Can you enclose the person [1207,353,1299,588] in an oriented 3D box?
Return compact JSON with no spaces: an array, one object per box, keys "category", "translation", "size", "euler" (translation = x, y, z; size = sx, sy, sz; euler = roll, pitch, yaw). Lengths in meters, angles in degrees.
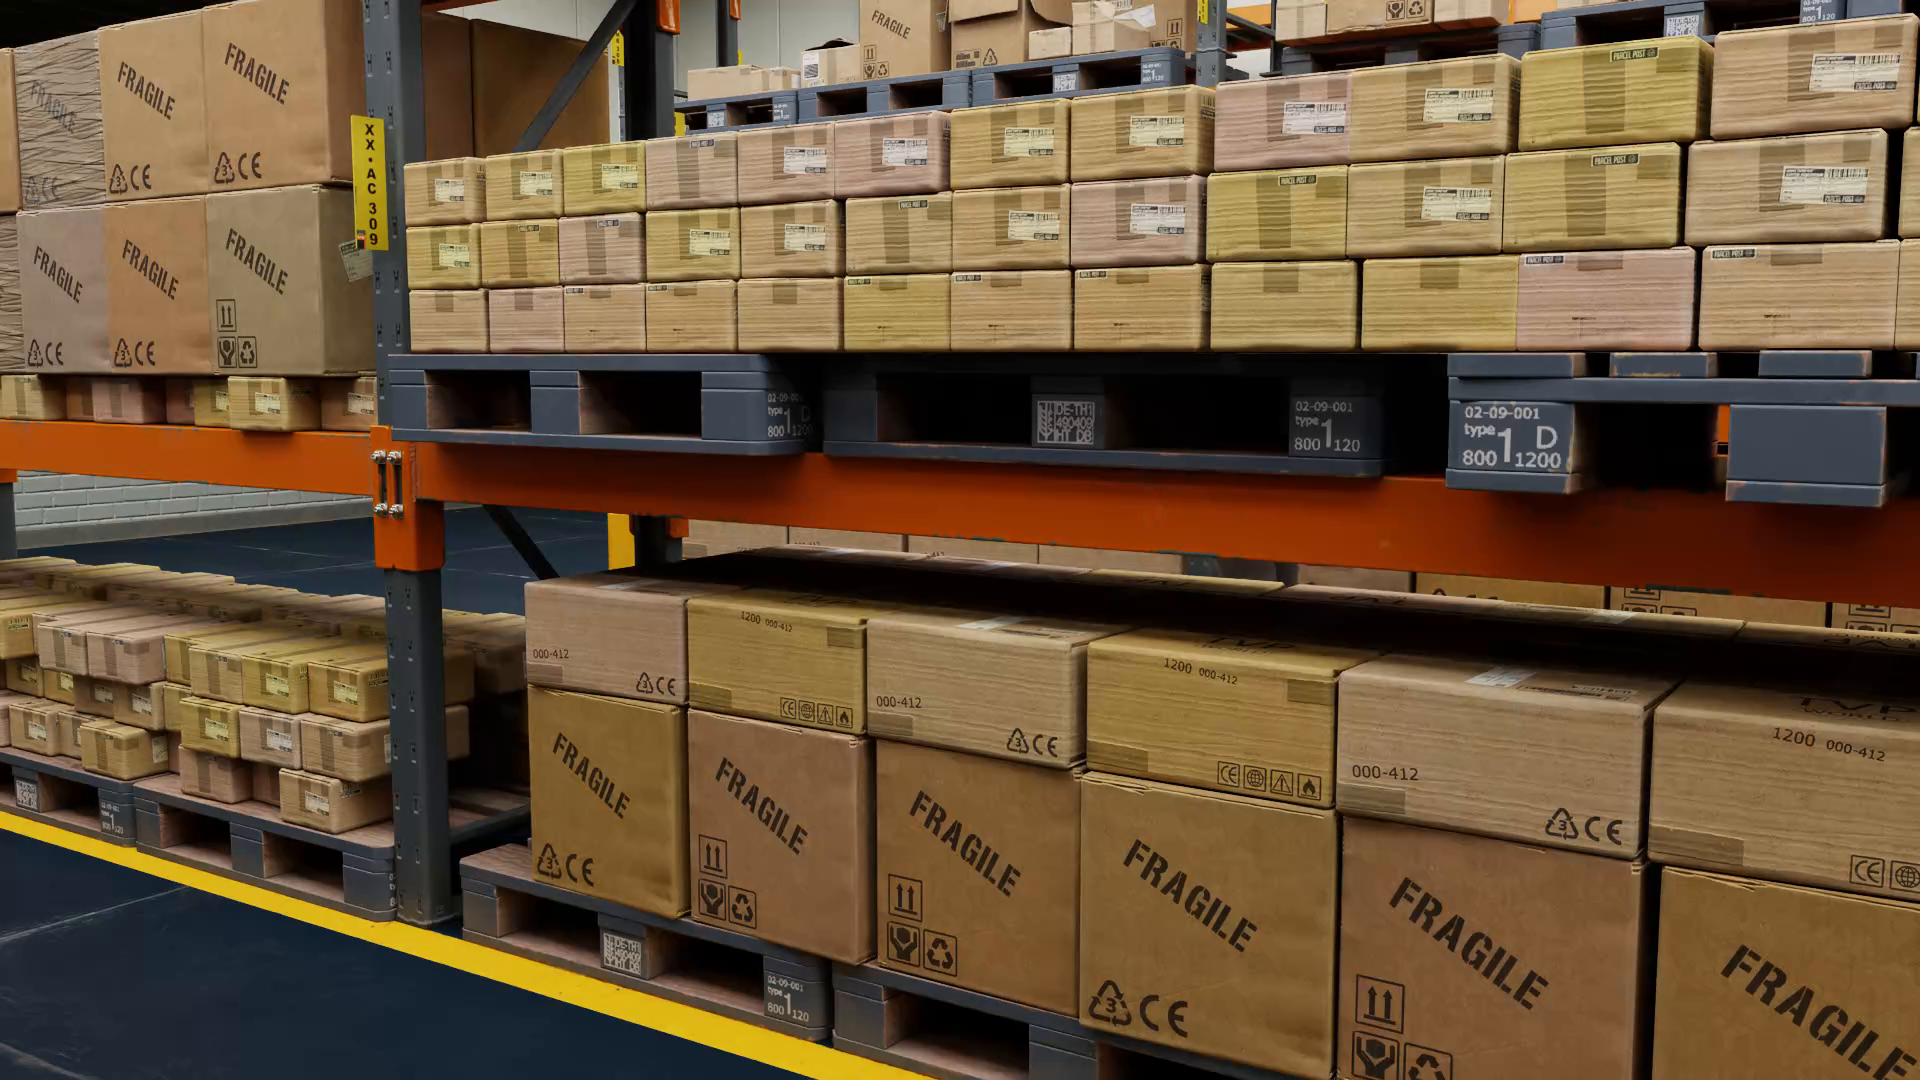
[{"category":"person","translation":[1.120,-0.012,5.797],"size":[0.561,1.762,0.504],"euler":[4,8,34]}]
